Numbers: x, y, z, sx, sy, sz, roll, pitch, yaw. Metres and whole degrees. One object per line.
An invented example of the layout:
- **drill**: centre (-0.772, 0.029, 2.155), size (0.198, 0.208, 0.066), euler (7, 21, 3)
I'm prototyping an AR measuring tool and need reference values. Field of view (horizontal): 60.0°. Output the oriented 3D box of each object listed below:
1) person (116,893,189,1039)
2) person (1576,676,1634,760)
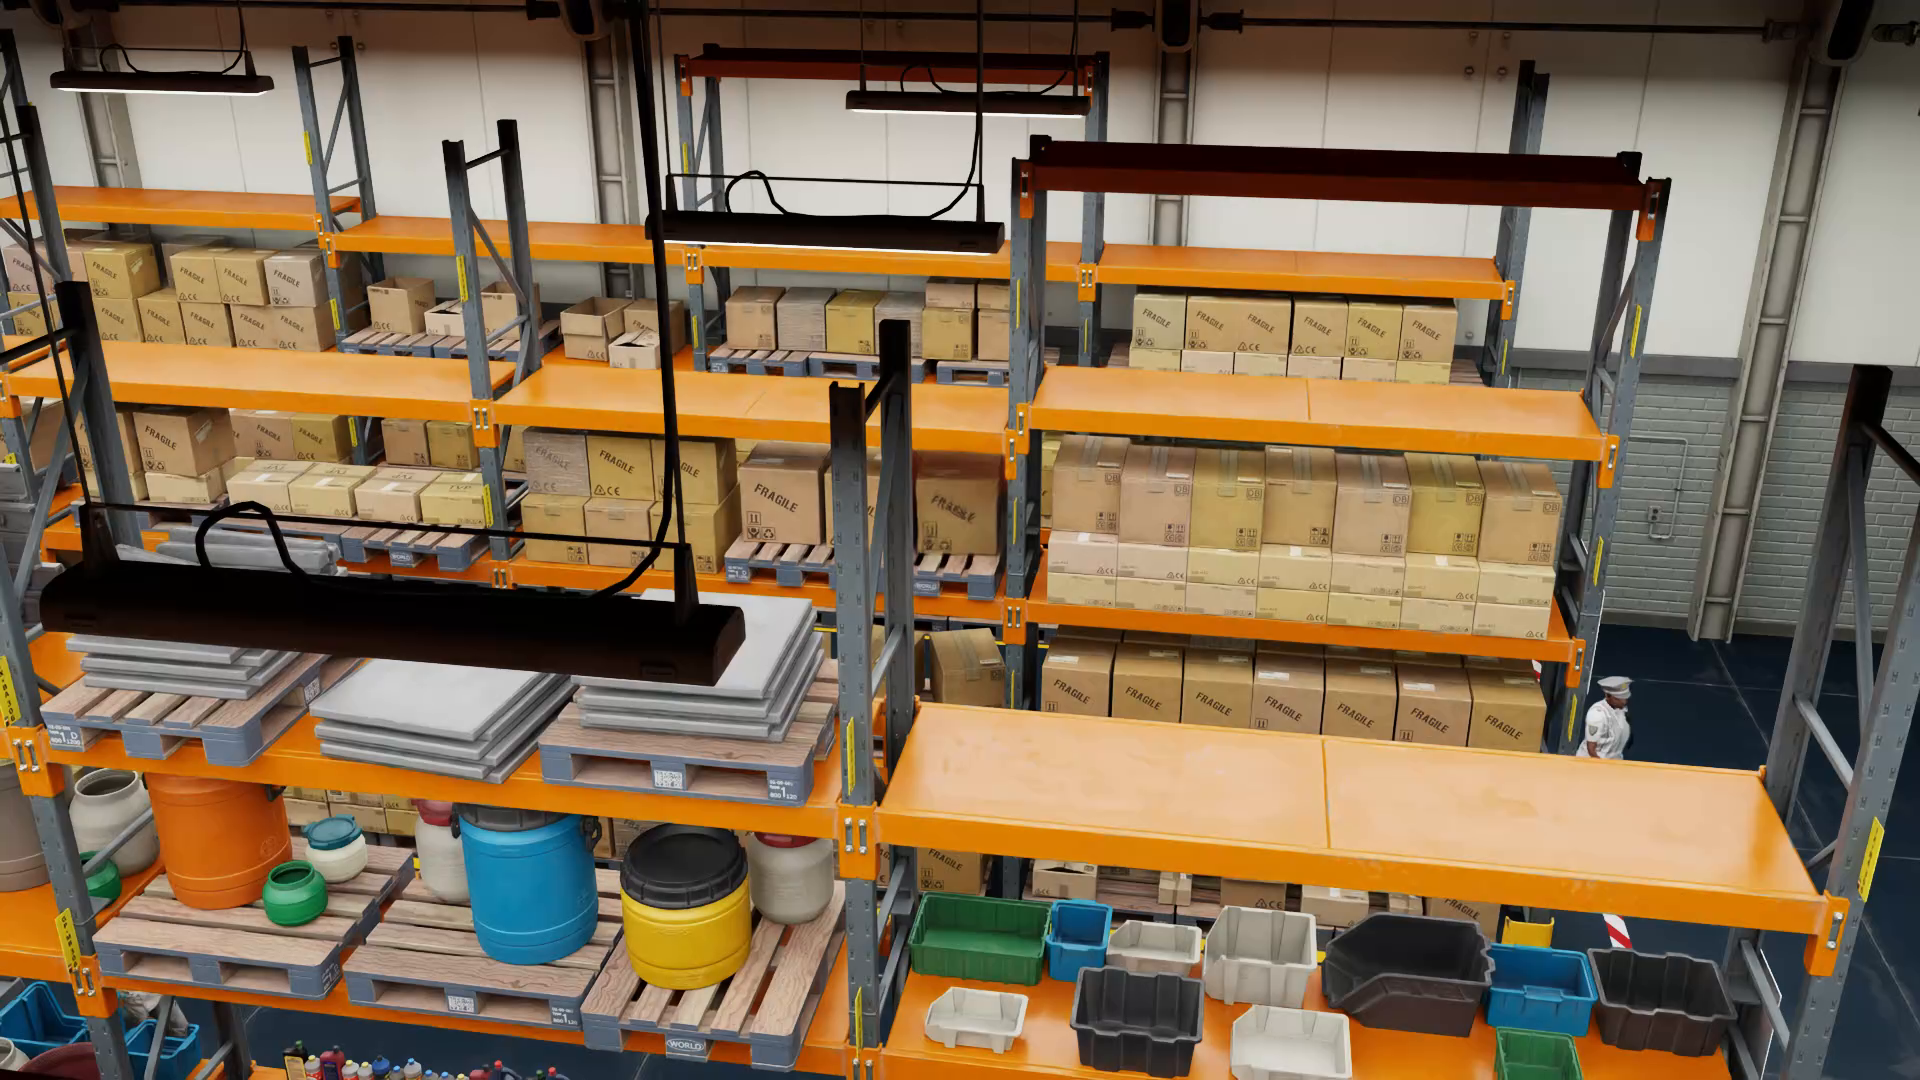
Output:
- **person**: centre (-5.466, 3.054, 10.961), size (0.556, 1.811, 0.547), euler (-3, 23, -7)
- **person**: centre (5.308, 1.861, 13.840), size (0.495, 1.667, 0.616), euler (-15, 28, -32)
